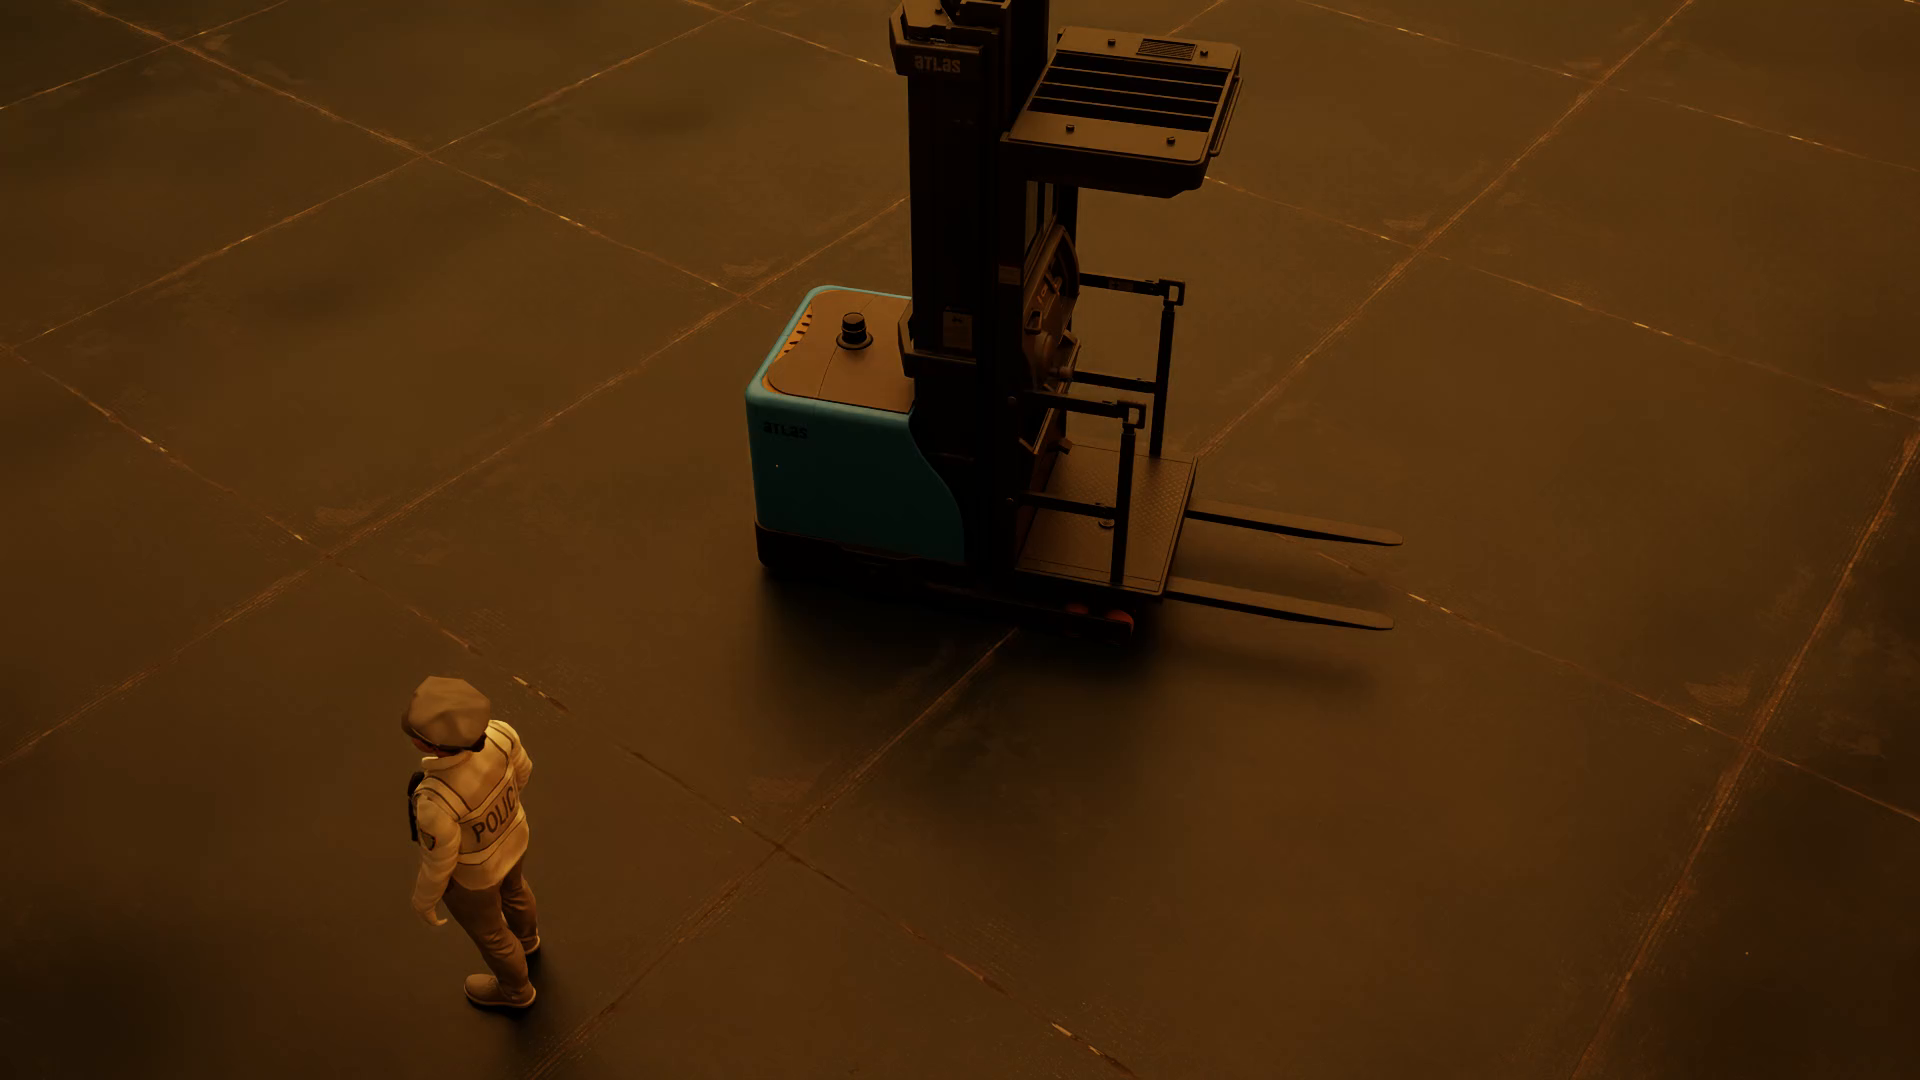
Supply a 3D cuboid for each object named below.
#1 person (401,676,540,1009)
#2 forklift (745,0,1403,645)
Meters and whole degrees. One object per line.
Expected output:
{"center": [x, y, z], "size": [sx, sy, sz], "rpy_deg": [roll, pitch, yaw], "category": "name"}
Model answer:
{"center": [-1.725, 1.067, 5.764], "size": [0.533, 1.696, 0.586], "rpy_deg": [15, 43, 17], "category": "person"}
{"center": [0.587, -1.011, 7.260], "size": [3.031, 2.935, 1.130], "rpy_deg": [10, 41, 12], "category": "forklift"}
